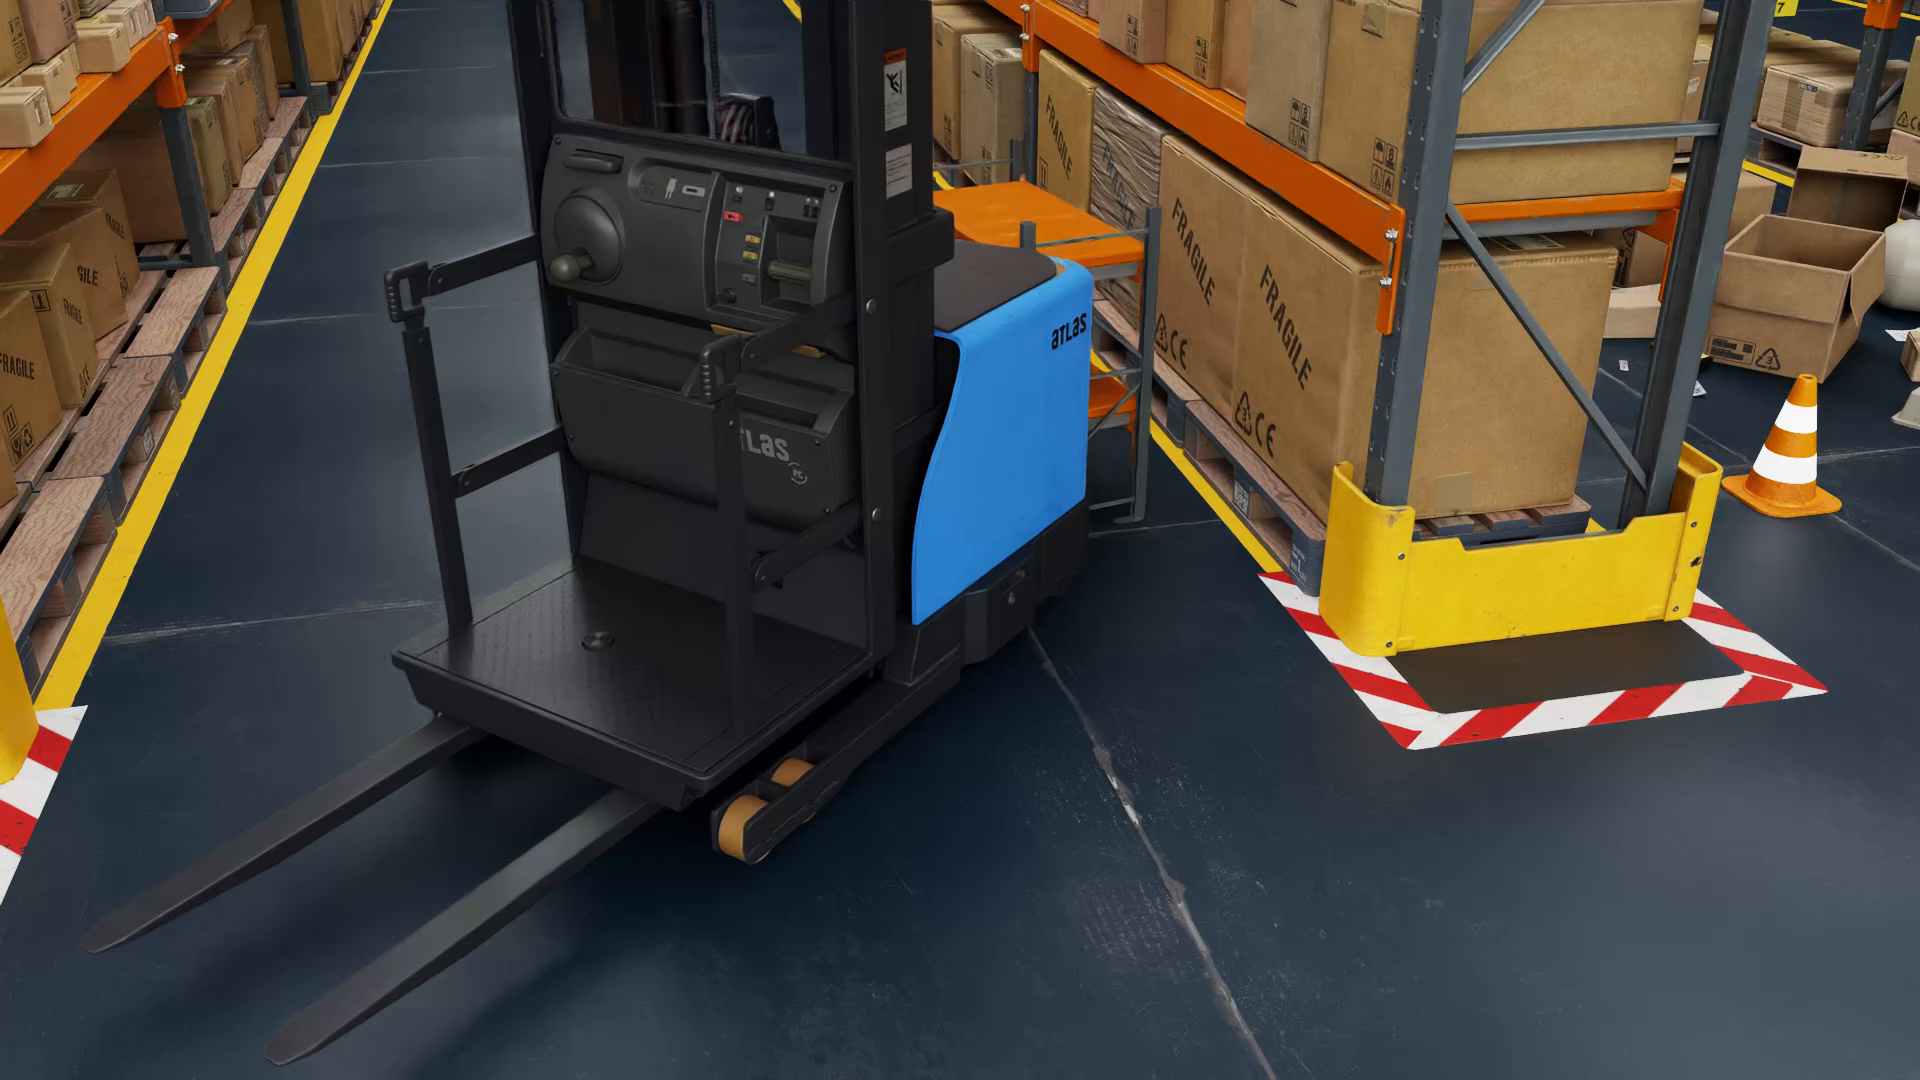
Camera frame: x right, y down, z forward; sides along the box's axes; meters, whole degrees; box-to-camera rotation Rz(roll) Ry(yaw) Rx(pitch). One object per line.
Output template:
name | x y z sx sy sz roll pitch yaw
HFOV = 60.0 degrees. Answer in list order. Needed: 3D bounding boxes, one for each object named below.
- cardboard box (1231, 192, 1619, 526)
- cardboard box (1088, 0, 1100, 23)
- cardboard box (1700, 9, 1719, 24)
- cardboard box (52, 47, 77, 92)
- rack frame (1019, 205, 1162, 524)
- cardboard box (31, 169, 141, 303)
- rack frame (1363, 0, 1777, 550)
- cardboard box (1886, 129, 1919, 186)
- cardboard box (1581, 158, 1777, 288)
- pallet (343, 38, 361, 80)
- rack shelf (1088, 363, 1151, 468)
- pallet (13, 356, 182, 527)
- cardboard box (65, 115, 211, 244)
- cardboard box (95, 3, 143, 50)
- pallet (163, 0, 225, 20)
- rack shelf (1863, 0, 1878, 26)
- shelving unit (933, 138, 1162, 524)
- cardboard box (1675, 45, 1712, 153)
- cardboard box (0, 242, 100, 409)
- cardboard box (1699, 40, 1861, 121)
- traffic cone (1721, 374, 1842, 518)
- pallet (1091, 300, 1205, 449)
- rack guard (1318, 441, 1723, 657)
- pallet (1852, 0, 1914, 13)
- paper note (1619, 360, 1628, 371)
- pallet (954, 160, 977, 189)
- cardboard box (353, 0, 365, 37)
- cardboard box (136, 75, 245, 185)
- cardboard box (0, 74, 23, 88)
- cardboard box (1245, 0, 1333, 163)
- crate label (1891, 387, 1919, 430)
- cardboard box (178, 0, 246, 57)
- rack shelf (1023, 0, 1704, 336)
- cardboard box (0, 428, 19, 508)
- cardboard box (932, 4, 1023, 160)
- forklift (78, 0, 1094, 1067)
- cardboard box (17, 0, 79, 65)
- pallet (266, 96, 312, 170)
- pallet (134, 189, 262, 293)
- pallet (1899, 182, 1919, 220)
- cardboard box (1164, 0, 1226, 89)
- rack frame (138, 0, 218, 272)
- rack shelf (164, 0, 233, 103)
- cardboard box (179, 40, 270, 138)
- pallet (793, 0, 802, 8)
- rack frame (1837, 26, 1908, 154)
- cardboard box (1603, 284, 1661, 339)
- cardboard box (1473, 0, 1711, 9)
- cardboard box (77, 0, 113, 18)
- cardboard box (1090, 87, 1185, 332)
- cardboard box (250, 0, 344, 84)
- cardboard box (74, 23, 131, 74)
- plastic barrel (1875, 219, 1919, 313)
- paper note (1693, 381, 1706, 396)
cardboard box | 1.512 -0.653 5.607 0.875 0.875 0.875 -6 27 -11
cardboard box | 1.069 -2.546 7.299 0.875 0.550 0.550 -6 27 -12
cardboard box | 5.018 -3.624 12.052 0.950 0.372 0.625 -6 27 -13
cardboard box | -3.459 -1.689 6.047 0.380 0.149 0.250 -6 27 -12
rack frame | 0.421 -0.538 5.568 0.500 1.125 0.032 -11 29 -22
cardboard box | -3.976 -1.312 7.328 0.500 0.500 0.500 -7 28 -13
rack frame | 1.729 -1.123 4.646 1.000 3.000 0.127 -6 27 -12
cardboard box | 5.498 -2.100 9.166 0.500 0.250 0.500 -7 28 -14
cardboard box | 3.448 -1.540 8.092 0.797 0.637 0.503 -6 27 -12
pallet | -5.304 -3.819 13.082 1.003 0.211 1.213 -6 27 -12
rack shelf | 0.213 -0.529 6.092 0.538 0.278 1.000 -11 29 -22
pallet | -3.563 -0.347 6.203 1.003 0.211 1.213 -6 27 -12
cardboard box | -4.145 -1.772 8.217 0.700 0.500 0.500 -8 28 -16
cardboard box | -3.645 -2.132 6.924 0.380 0.149 0.250 -6 27 -12
pallet | -4.058 -2.684 7.952 1.003 0.211 1.213 -6 27 -12
rack shelf | 5.177 -3.983 11.110 1.077 0.370 4.000 -6 27 -12
shelving unit | 0.213 -0.747 5.982 0.538 1.125 1.048 -11 29 -22
cardboard box | 3.900 -2.454 9.217 0.500 0.500 0.500 -6 27 -12
cardboard box | -3.623 -0.796 6.307 0.500 0.500 0.500 -8 28 -16
cardboard box | 5.342 -2.986 10.787 0.950 0.372 0.625 -4 27 -8
traffic cone | 2.993 -0.368 5.965 0.336 0.463 0.334 -6 27 -12
pallet | 1.202 -0.756 7.013 1.003 0.211 1.213 -6 27 -12
rack guard | 1.735 0.003 5.188 1.175 0.500 0.348 -6 27 -12
pallet | 9.159 -5.309 16.034 1.003 0.211 1.213 -6 27 -12
paper note | 2.893 -0.761 7.247 0.032 0.001 0.123 8 28 15
pallet | 0.581 -1.965 9.409 1.003 0.211 1.213 -6 27 -12
cardboard box | -5.464 -4.500 13.228 1.225 0.875 0.875 -7 28 -13
cardboard box | -4.360 -2.229 9.123 0.700 0.500 0.500 -8 28 -16
cardboard box | -3.387 -1.465 5.603 0.380 0.149 0.250 -6 27 -12
cardboard box | 1.456 -1.587 5.400 0.875 0.550 0.550 -6 27 -12
crate label | 3.933 -0.527 6.641 0.250 0.136 0.298 -23 35 -38
cardboard box | -4.619 -3.068 9.953 0.500 0.250 0.500 -3 27 -6
rack shelf | 1.279 -1.680 6.548 1.077 0.370 4.000 -6 27 -12
cardboard box | -3.418 -0.270 5.264 0.500 0.500 0.500 1 27 2
cardboard box | 0.387 -2.749 9.899 1.050 0.750 0.750 -6 27 -12
forklift | -0.794 -0.744 3.971 1.130 2.935 3.031 16 31 29
cardboard box | -3.697 -1.961 5.865 0.875 0.500 0.500 -6 27 -12
pallet | -4.754 -2.588 10.642 1.003 0.211 1.213 -6 27 -12
pallet | -4.204 -1.516 8.520 1.003 0.211 1.213 -6 27 -12
pallet | 5.814 -1.890 9.260 1.003 0.211 1.213 -6 27 -12
cardboard box | 1.293 -2.075 6.365 0.875 0.550 0.500 -6 27 -12
rack frame | -4.027 -2.420 7.215 1.000 3.000 0.127 -6 27 -12
rack shelf | -4.478 -2.977 9.117 1.077 0.370 4.000 -6 27 -12
cardboard box | -4.621 -2.722 10.100 0.700 0.500 0.500 -8 28 -16
pallet | -1.161 -5.437 16.288 1.003 0.211 1.213 -6 27 -12
rack frame | 5.628 -3.426 9.209 1.000 3.000 0.127 -6 27 -12
cardboard box | 3.010 -1.091 7.617 0.396 0.266 0.258 -1 27 -3
cardboard box | 1.683 -1.839 4.699 0.875 0.550 0.550 -6 27 -12
cardboard box | -3.986 -2.393 6.722 0.875 0.500 0.500 -6 27 -12
cardboard box | 1.108 -1.439 7.165 0.875 0.875 0.875 -6 27 -11
cardboard box | -5.064 -3.720 11.683 1.225 0.875 0.875 -7 28 -14
cardboard box | -3.483 -1.918 6.500 0.380 0.149 0.250 -6 27 -12
plastic barrel | 4.589 -1.273 7.802 0.512 0.421 0.421 13 30 24
paper note | 3.039 -0.639 6.985 0.144 0.017 0.142 3 27 6
